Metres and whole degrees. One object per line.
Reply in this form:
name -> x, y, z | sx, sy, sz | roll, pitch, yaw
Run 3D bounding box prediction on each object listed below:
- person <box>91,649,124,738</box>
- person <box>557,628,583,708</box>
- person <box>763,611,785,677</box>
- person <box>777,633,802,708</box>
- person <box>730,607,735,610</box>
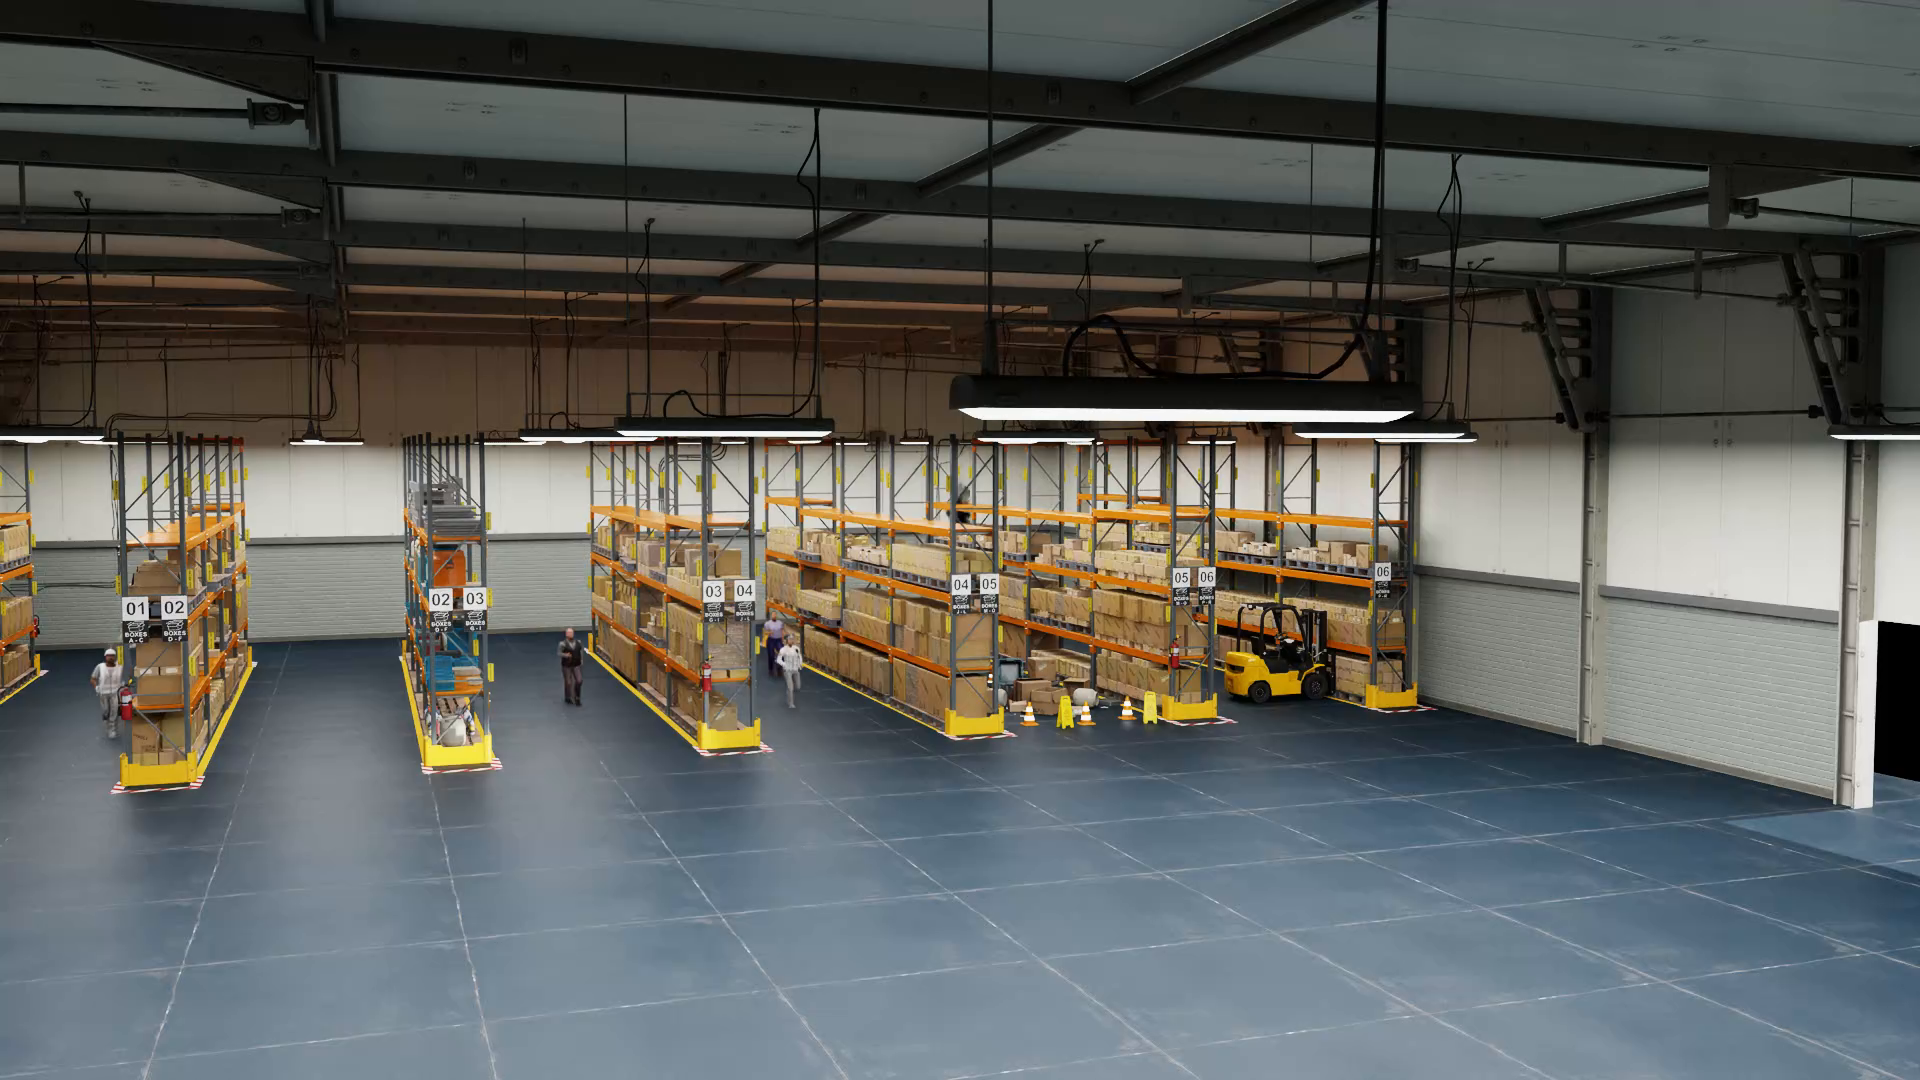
person -> -16.764, 3.028, 32.841 | 0.702, 1.755, 0.804 | -2, 4, -31
person -> -8.592, 2.837, 36.775 | 0.635, 1.770, 0.756 | -2, 4, -25
person -> -4.624, 2.617, 41.580 | 0.583, 1.669, 0.660 | -1, 3, -16
person -> -3.720, 2.869, 36.585 | 0.612, 1.648, 0.553 | -2, 4, -28
person -> -6.224, 2.373, 46.234 | 0.544, 1.600, 0.846 | -1, 3, -25
